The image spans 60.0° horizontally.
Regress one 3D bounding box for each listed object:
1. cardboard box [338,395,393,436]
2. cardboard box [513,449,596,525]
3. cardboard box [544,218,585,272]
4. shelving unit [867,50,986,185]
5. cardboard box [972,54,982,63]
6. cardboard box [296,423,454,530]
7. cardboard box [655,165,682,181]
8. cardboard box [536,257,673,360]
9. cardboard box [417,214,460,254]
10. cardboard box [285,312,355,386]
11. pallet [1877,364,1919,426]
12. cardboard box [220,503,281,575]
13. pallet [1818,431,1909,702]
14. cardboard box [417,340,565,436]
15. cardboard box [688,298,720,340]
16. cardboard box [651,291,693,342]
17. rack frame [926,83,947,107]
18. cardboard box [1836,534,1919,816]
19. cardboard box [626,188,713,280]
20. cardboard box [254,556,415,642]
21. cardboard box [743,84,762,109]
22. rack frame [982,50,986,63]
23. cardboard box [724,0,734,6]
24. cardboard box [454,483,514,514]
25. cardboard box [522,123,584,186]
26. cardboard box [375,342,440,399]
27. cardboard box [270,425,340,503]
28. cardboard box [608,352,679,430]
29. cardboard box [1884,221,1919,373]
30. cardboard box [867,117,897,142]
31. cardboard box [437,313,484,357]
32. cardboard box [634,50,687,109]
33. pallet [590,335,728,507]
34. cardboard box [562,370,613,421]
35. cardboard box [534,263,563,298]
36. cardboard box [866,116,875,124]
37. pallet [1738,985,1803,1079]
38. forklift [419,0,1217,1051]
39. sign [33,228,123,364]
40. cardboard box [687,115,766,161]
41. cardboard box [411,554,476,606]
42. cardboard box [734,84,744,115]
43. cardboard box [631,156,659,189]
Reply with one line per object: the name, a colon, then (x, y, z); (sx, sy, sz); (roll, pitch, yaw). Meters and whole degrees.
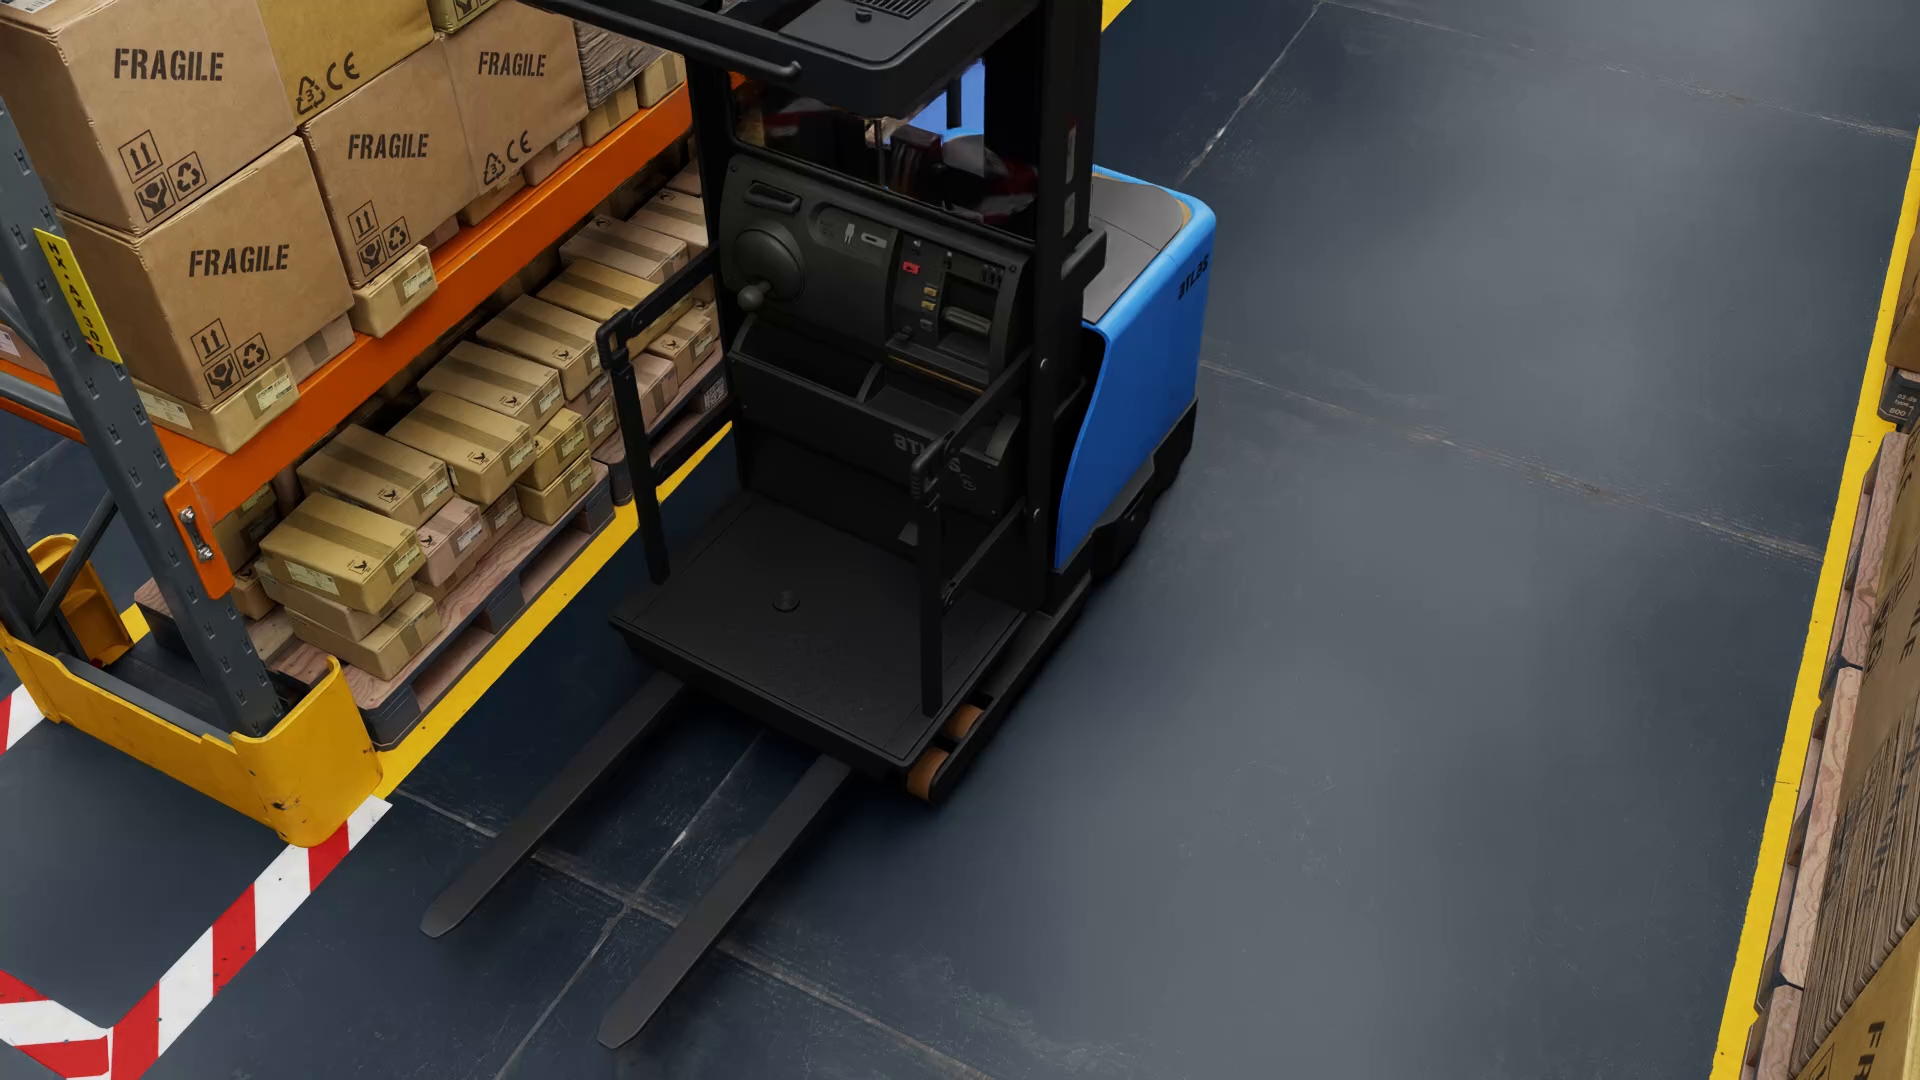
cardboard box: (-2.127, -0.396, 5.532); (0.380, 0.149, 0.250); (19, 48, 17)
cardboard box: (-1.458, -0.236, 5.584); (0.380, 0.149, 0.250); (21, 49, 20)
cardboard box: (-1.594, -1.141, 6.059); (0.380, 0.149, 0.250); (21, 49, 19)
shelving unit: (0.048, -1.634, 6.310); (0.538, 1.500, 1.048); (23, 50, 21)
cardboard box: (0.076, -2.558, 7.631); (0.500, 0.500, 0.500); (22, 49, 21)
cardboard box: (-1.793, -0.177, 5.107); (0.380, 0.149, 0.250); (21, 49, 20)
cardboard box: (-1.201, -1.515, 6.638); (0.380, 0.149, 0.250); (18, 48, 17)
cardboard box: (-1.221, -0.799, 5.722); (0.380, 0.149, 0.250); (21, 49, 20)
cardboard box: (-1.665, -0.933, 4.740); (0.380, 0.149, 0.250); (23, 50, 21)
cardboard box: (-1.837, -0.572, 4.383); (0.380, 0.149, 0.250); (22, 49, 20)
pallet: (4.136, -0.740, 6.333); (1.003, 0.211, 1.213); (20, 49, 19)
cardboard box: (-2.367, -0.068, 5.208); (0.380, 0.149, 0.250); (19, 48, 18)
pallet: (3.422, 0.224, 5.380); (1.003, 0.211, 1.213); (20, 49, 19)
cardboard box: (-1.521, -0.477, 5.403); (0.380, 0.149, 0.250); (18, 48, 17)
cardboard box: (-1.043, -0.903, 6.242); (0.380, 0.149, 0.250); (21, 49, 20)
cardboard box: (-1.198, -0.899, 6.030); (0.380, 0.149, 0.250); (23, 50, 21)
rack frame: (-0.502, -2.911, 6.518); (1.000, 3.000, 0.127); (20, 49, 19)
cardboard box: (3.049, 0.346, 4.498); (0.875, 0.875, 0.875); (20, 49, 19)
cardboard box: (-0.977, -1.109, 6.028); (0.380, 0.149, 0.250); (19, 48, 18)
cardboard box: (-1.888, 0.114, 5.029); (0.380, 0.149, 0.250); (22, 49, 21)
cardboard box: (-0.992, -1.849, 6.969); (0.380, 0.149, 0.250); (21, 49, 19)
rack frame: (0.310, -1.944, 6.617); (0.500, 1.500, 0.032); (23, 50, 21)
cardboard box: (-0.951, -2.013, 5.351); (0.500, 0.500, 0.500); (20, 49, 19)
cardboard box: (-1.676, -0.224, 5.362); (0.380, 0.149, 0.250); (21, 49, 20)
cardboard box: (-1.378, -1.242, 5.045); (0.380, 0.149, 0.250); (20, 49, 18)
cardboard box: (-1.986, -0.649, 5.574); (0.380, 0.149, 0.250); (19, 48, 18)
cardboard box: (-2.170, -0.302, 5.230); (0.380, 0.149, 0.250); (21, 49, 20)
cardboard box: (-1.232, -0.557, 5.900); (0.380, 0.149, 0.250); (18, 48, 17)
cardboard box: (4.124, -1.020, 5.848); (1.225, 0.875, 0.875); (21, 49, 19)
cardboard box: (-0.481, -1.683, 6.804); (0.380, 0.149, 0.250); (18, 48, 17)
cardboard box: (-1.898, -0.726, 5.859); (0.380, 0.149, 0.250); (21, 49, 20)
cardboard box: (-1.089, -1.557, 5.356); (0.380, 0.149, 0.250); (21, 49, 20)
pallet: (-1.348, -0.724, 6.317); (1.003, 0.211, 1.213); (20, 49, 19)
cardboard box: (-1.422, -0.548, 5.682); (0.380, 0.149, 0.250); (18, 48, 17)
cardboard box: (-1.659, -1.064, 6.193); (0.380, 0.149, 0.250); (21, 49, 19)
cardboard box: (-0.520, -1.781, 6.692); (0.380, 0.149, 0.250); (21, 49, 20)
pallet: (2.289, 1.761, 3.861); (1.003, 0.211, 1.213); (20, 49, 19)
forklift: (-0.363, -0.634, 4.316); (1.130, 2.935, 3.031); (24, 50, 22)
sign: (-1.878, -0.516, 3.542); (0.100, 0.325, 0.005); (20, 49, 19)
cardboard box: (-0.819, -1.484, 6.399); (0.380, 0.149, 0.250); (22, 49, 20)
cardboard box: (-1.783, 0.047, 5.303); (0.380, 0.149, 0.250); (20, 49, 19)
cardboard box: (-1.100, -1.787, 6.698); (0.380, 0.149, 0.250); (20, 49, 19)
cardboard box: (-1.391, -1.482, 6.397); (0.380, 0.149, 0.250); (21, 49, 20)
